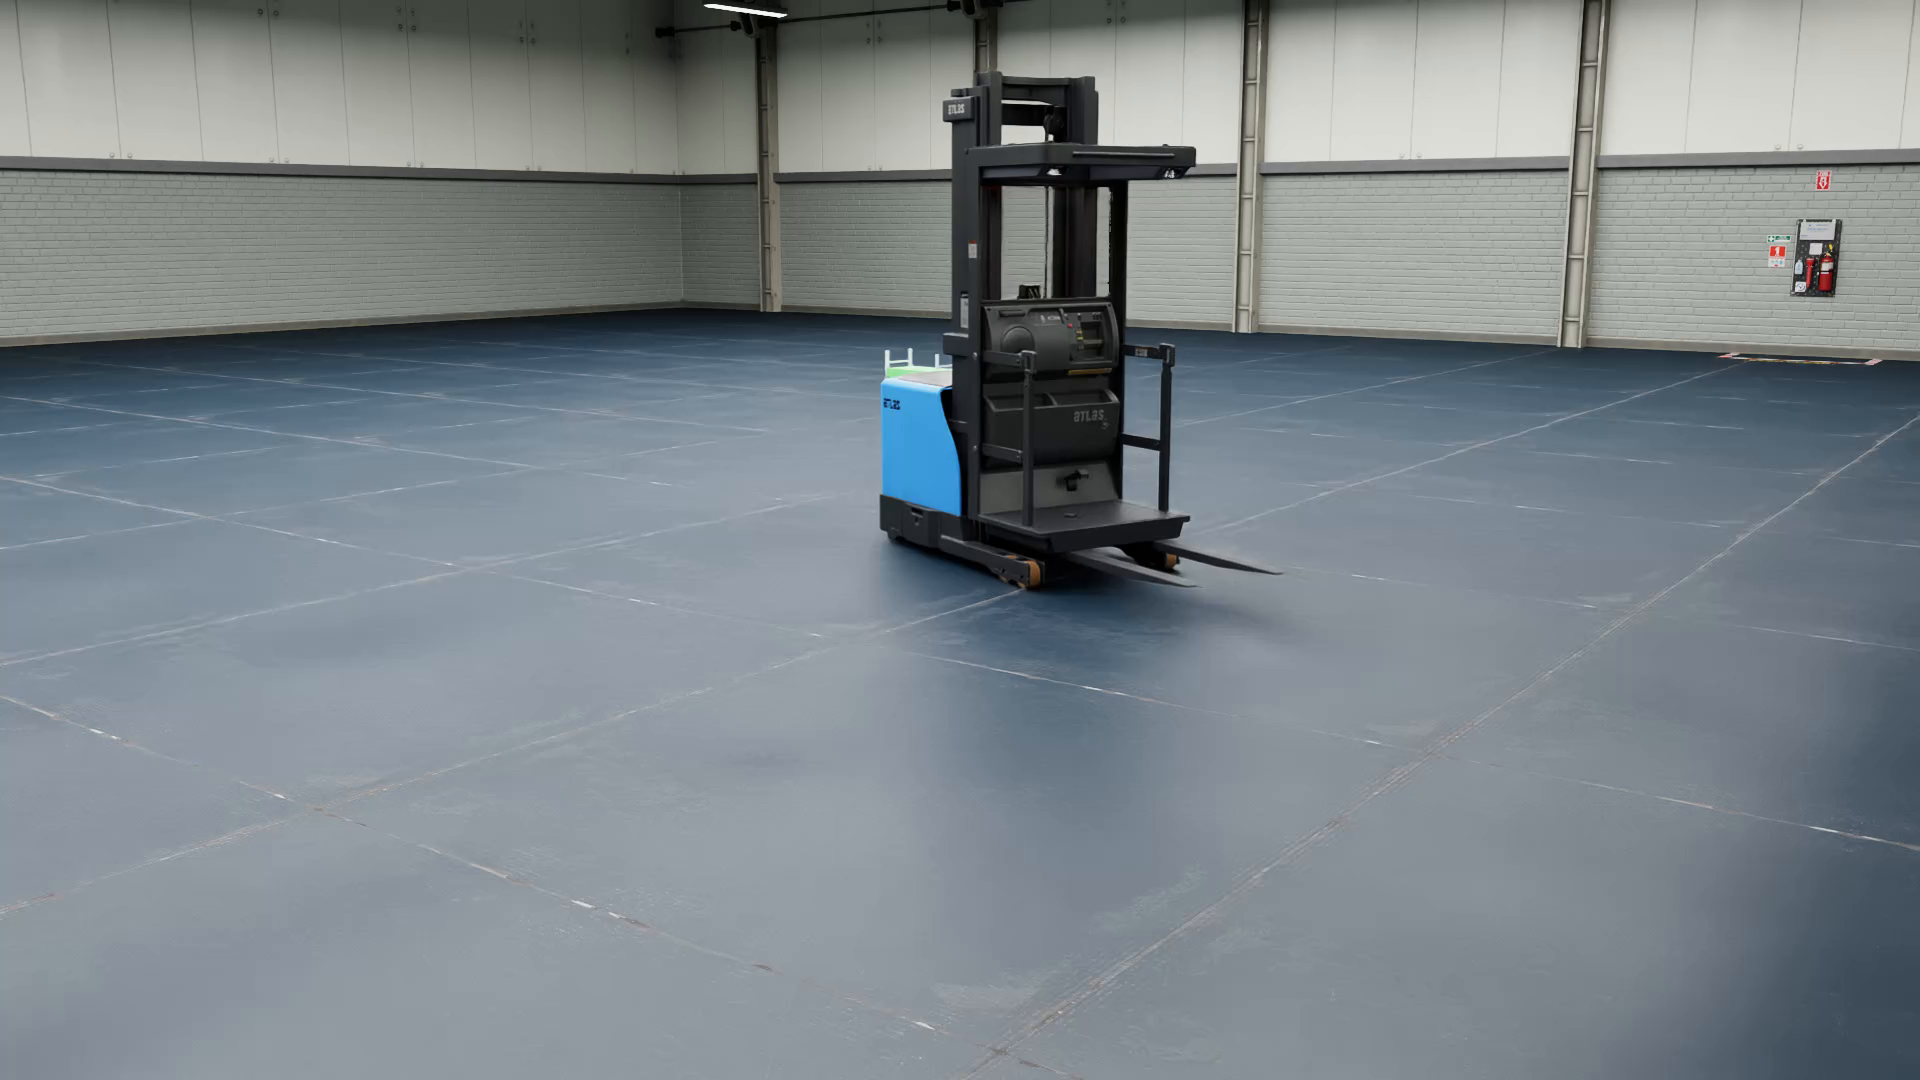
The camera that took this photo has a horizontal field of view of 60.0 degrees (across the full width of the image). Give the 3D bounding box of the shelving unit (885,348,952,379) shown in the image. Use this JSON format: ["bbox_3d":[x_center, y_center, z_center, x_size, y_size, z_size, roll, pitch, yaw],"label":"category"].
[{"bbox_3d":[-0.251,-0.703,11.505,0.503,1.200,0.258,10,15,43],"label":"shelving unit"}]

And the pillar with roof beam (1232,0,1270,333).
[{"bbox_3d":[2.795,-7.653,26.894,0.400,9.000,9.100,8,13,36],"label":"pillar with roof beam"}]

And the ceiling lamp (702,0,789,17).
[{"bbox_3d":[-4.151,-11.333,30.549,0.800,3.185,2.000,8,13,36],"label":"ceiling lamp"}]

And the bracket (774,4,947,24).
[{"bbox_3d":[-2.128,-11.037,34.913,4.783,0.066,0.076,8,13,36],"label":"bracket"}]

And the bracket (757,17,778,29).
[{"bbox_3d":[-4.205,-11.327,36.411,0.430,0.232,0.235,8,13,36],"label":"bracket"}]

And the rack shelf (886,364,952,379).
[{"bbox_3d":[-0.251,-1.112,11.426,0.480,0.148,0.258,10,15,43],"label":"rack shelf"}]

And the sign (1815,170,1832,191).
[{"bbox_3d":[13.098,-5.455,25.227,0.199,0.298,0.001,8,13,36],"label":"sign"}]

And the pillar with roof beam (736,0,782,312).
[{"bbox_3d":[-6.877,-9.002,33.868,0.548,9.000,9.100,8,13,36],"label":"pillar with roof beam"}]

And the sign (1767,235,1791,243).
[{"bbox_3d":[12.660,-4.655,25.703,0.331,0.109,0.001,8,13,36],"label":"sign"}]

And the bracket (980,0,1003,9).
[{"bbox_3d":[0.632,-10.652,32.924,0.430,0.232,0.235,8,13,36],"label":"bracket"}]

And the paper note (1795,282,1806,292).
[{"bbox_3d":[12.944,-3.899,25.605,0.142,0.148,0.016,8,13,36],"label":"paper note"}]

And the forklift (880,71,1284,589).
[{"bbox_3d":[0.670,-1.258,9.816,1.130,2.935,3.031,-7,13,-31],"label":"forklift"}]

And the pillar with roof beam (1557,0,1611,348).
[{"bbox_3d":[7.631,-6.978,23.407,0.400,9.000,9.100,8,13,36],"label":"pillar with roof beam"}]

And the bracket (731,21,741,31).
[{"bbox_3d":[-4.874,-11.420,36.893,0.430,0.232,0.235,8,13,36],"label":"bracket"}]

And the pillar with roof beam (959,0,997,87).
[{"bbox_3d":[-2.041,-8.327,30.381,0.548,9.000,9.100,8,13,36],"label":"pillar with roof beam"}]

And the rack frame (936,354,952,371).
[{"bbox_3d":[-0.076,-0.671,11.338,0.015,1.200,0.240,10,15,43],"label":"rack frame"}]

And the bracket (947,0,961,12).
[{"bbox_3d":[-0.038,-10.746,33.406,0.430,0.232,0.235,8,13,36],"label":"bracket"}]

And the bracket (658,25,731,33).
[{"bbox_3d":[-6.308,-11.620,37.927,3.189,0.066,0.076,8,13,36],"label":"bracket"}]

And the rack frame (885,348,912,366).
[{"bbox_3d":[-0.426,-0.735,11.672,0.015,1.200,0.240,10,15,43],"label":"rack frame"}]

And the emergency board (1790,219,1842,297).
[{"bbox_3d":[13.046,-4.301,25.363,0.643,1.169,0.194,8,13,36],"label":"emergency board"}]

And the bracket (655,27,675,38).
[{"bbox_3d":[-6.784,-11.687,38.270,0.430,0.232,0.235,8,13,36],"label":"bracket"}]

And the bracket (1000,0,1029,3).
[{"bbox_3d":[2.708,-10.363,31.426,4.783,0.066,0.076,8,13,36],"label":"bracket"}]

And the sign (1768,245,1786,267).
[{"bbox_3d":[12.661,-4.396,25.763,0.234,0.329,0.001,8,13,36],"label":"sign"}]
